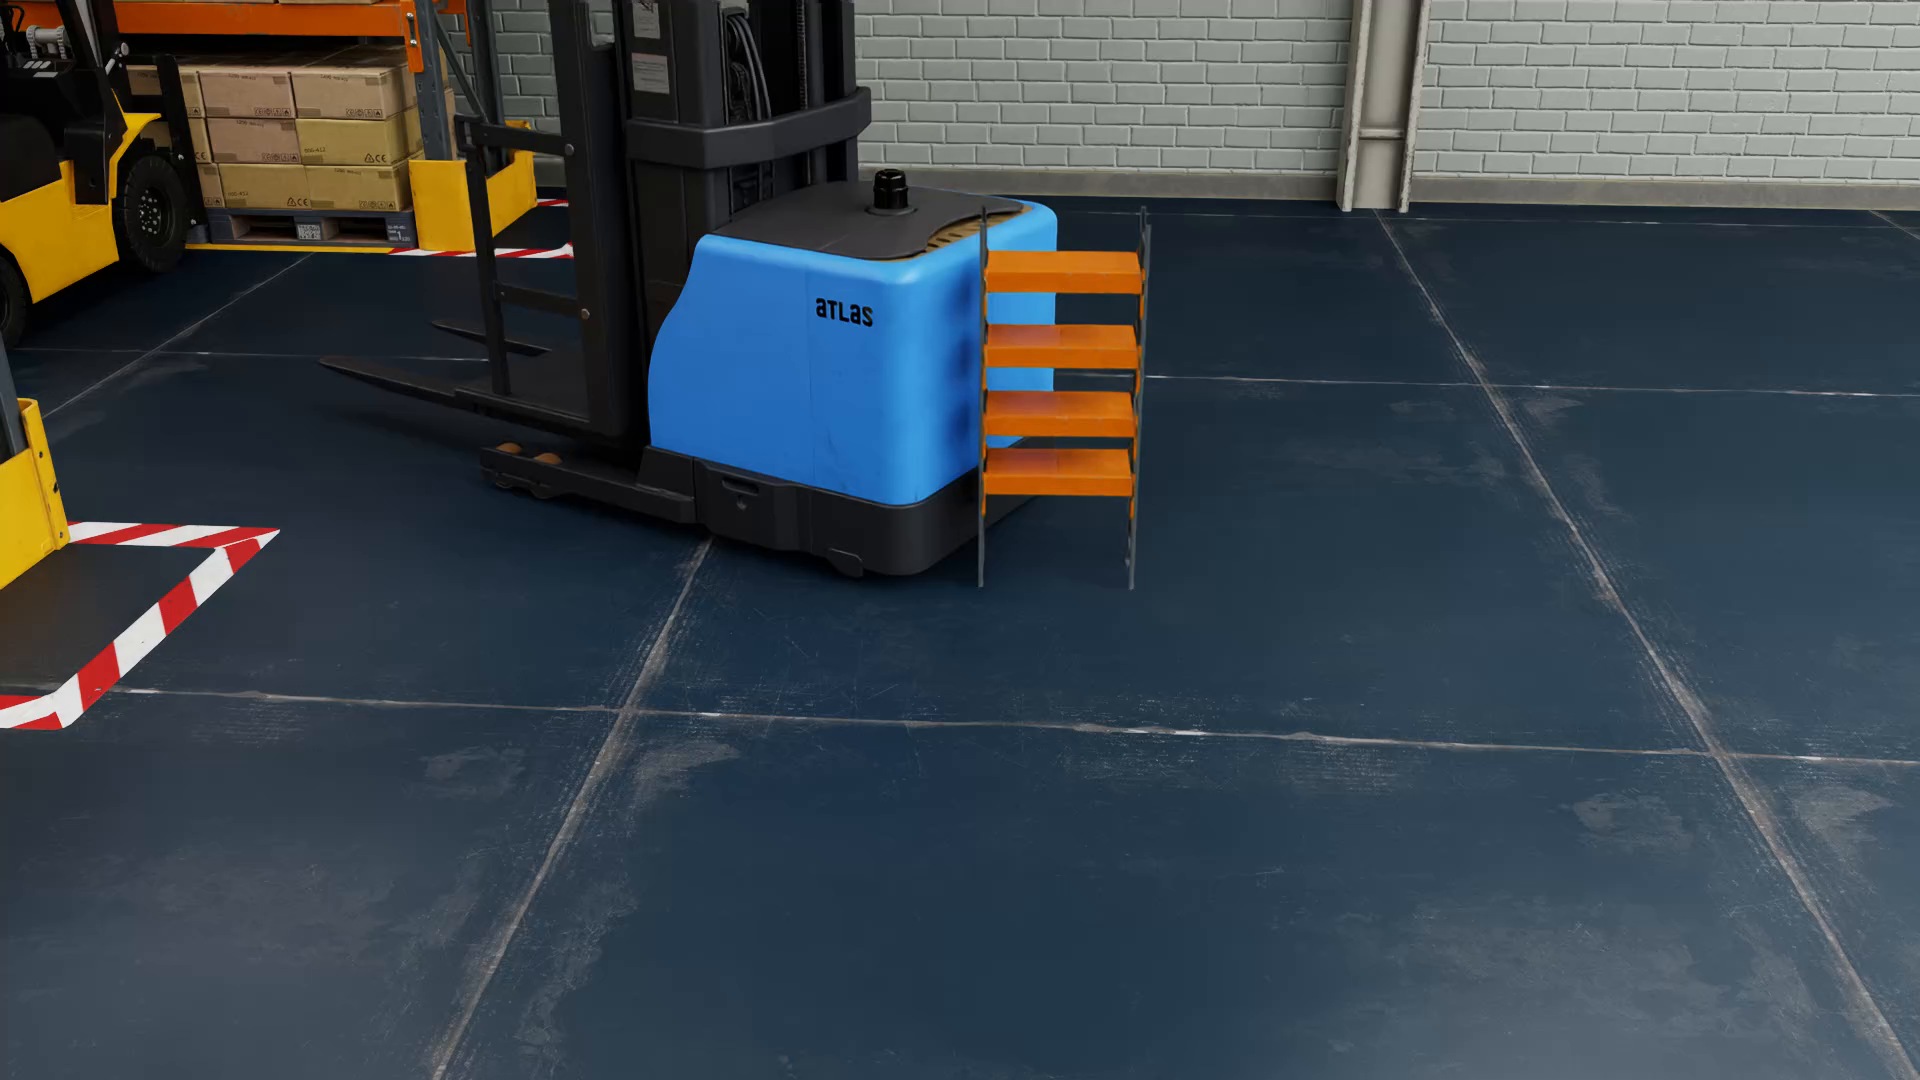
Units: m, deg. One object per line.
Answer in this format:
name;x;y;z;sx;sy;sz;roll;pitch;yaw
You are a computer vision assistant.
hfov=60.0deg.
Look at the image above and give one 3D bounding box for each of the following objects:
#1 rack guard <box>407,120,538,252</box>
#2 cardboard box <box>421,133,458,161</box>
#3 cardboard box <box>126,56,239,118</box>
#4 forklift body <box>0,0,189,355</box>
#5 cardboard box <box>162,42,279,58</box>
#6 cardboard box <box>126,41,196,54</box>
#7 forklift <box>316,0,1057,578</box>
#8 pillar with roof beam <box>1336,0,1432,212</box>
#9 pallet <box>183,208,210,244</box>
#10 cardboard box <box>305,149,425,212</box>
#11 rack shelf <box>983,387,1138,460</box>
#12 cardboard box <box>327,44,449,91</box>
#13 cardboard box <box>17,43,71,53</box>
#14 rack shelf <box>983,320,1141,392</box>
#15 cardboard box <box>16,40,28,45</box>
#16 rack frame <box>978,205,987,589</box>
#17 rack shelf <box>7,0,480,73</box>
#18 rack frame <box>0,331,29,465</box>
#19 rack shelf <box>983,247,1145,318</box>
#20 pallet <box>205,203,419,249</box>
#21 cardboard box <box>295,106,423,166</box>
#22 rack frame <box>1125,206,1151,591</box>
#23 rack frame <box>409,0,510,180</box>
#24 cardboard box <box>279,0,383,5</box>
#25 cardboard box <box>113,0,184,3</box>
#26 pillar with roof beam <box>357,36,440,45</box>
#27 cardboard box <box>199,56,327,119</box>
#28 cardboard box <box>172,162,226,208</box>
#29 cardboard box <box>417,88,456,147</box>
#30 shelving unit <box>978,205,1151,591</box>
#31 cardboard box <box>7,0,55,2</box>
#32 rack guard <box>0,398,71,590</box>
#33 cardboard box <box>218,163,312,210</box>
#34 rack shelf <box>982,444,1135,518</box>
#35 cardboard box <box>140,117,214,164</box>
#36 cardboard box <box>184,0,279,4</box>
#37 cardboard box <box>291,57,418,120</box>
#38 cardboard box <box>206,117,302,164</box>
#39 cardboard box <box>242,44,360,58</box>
rack guard;-2.809;-2.073;9.658;0.348;0.500;1.175;2;25;4
cardboard box;-3.308;-2.248;9.835;0.500;0.250;0.500;2;25;4
cardboard box;-4.329;-2.516;9.220;0.500;0.250;0.500;2;25;5
forklift body;-4.863;-2.124;7.794;1.214;2.155;2.313;2;25;4
cardboard box;-4.294;-2.735;9.696;0.500;0.250;0.500;2;25;4
cardboard box;-4.804;-2.754;9.737;0.500;0.250;0.500;1;25;3
forklift;-1.178;-1.652;5.835;3.031;2.935;1.130;14;28;28
pillar with roof beam;2.195;-4.347;4.431;0.400;9.000;9.100;2;25;4
pallet;-4.812;-1.990;9.822;1.213;0.211;1.003;2;25;4
cardboard box;-3.326;-2.035;9.370;0.500;0.250;0.500;2;25;4
rack shelf;0.315;-0.372;5.284;0.480;0.148;0.258;1;25;2
cardboard box;-3.298;-2.700;9.620;0.500;0.250;0.500;1;25;3
cardboard box;-5.306;-2.767;9.765;0.500;0.250;0.500;2;25;4
rack shelf;0.315;-0.575;5.191;0.480;0.148;0.258;1;25;2
cardboard box;-5.809;-2.788;9.812;0.500;0.250;0.500;1;25;3
rack frame;0.071;-0.437;5.264;0.015;1.200;0.240;1;25;2
rack shelf;-4.827;-2.947;9.426;4.000;0.370;1.077;2;25;4
rack frame;-3.209;-1.141;4.640;0.127;3.000;1.000;2;25;4
rack shelf;0.315;-0.790;5.092;0.480;0.148;0.258;1;25;2
pallet;-3.599;-1.950;9.735;1.213;0.211;1.003;2;25;4
cardboard box;-3.342;-2.264;9.270;0.500;0.250;0.500;2;25;3
rack frame;0.559;-0.430;5.248;0.015;1.200;0.240;1;25;2
rack frame;-2.833;-3.210;9.137;0.127;3.000;1.000;2;25;4
cardboard box;-3.344;-3.161;8.912;0.500;0.500;0.500;1;25;3
cardboard box;-4.371;-3.198;8.992;0.500;0.500;0.500;1;25;3
pillar with roof beam;-3.788;-4.539;4.848;0.400;9.000;9.100;2;25;4
cardboard box;-3.826;-2.504;9.194;0.500;0.250;0.500;2;25;5
cardboard box;-4.319;-2.074;9.456;0.500;0.250;0.500;2;25;5
cardboard box;-3.286;-2.480;9.740;0.500;0.250;0.500;2;25;5
shelving unit;0.315;-0.433;5.256;0.503;1.200;0.258;1;25;2
cardboard box;-4.873;-3.210;9.017;0.500;0.500;0.500;2;25;4
rack guard;-3.285;-0.008;5.168;0.348;0.500;1.175;2;25;4
cardboard box;-3.821;-2.054;9.413;0.500;0.250;0.500;2;25;4
rack shelf;0.315;-0.192;5.367;0.480;0.148;0.258;1;25;2
cardboard box;-4.358;-2.292;9.331;0.500;0.250;0.500;1;25;3
cardboard box;-3.860;-3.182;8.957;0.500;0.500;0.500;3;25;6
cardboard box;-3.316;-2.490;9.164;0.500;0.250;0.500;3;25;6
cardboard box;-3.842;-2.284;9.315;0.500;0.250;0.500;2;25;3
cardboard box;-3.796;-2.714;9.651;0.500;0.250;0.500;2;25;4
